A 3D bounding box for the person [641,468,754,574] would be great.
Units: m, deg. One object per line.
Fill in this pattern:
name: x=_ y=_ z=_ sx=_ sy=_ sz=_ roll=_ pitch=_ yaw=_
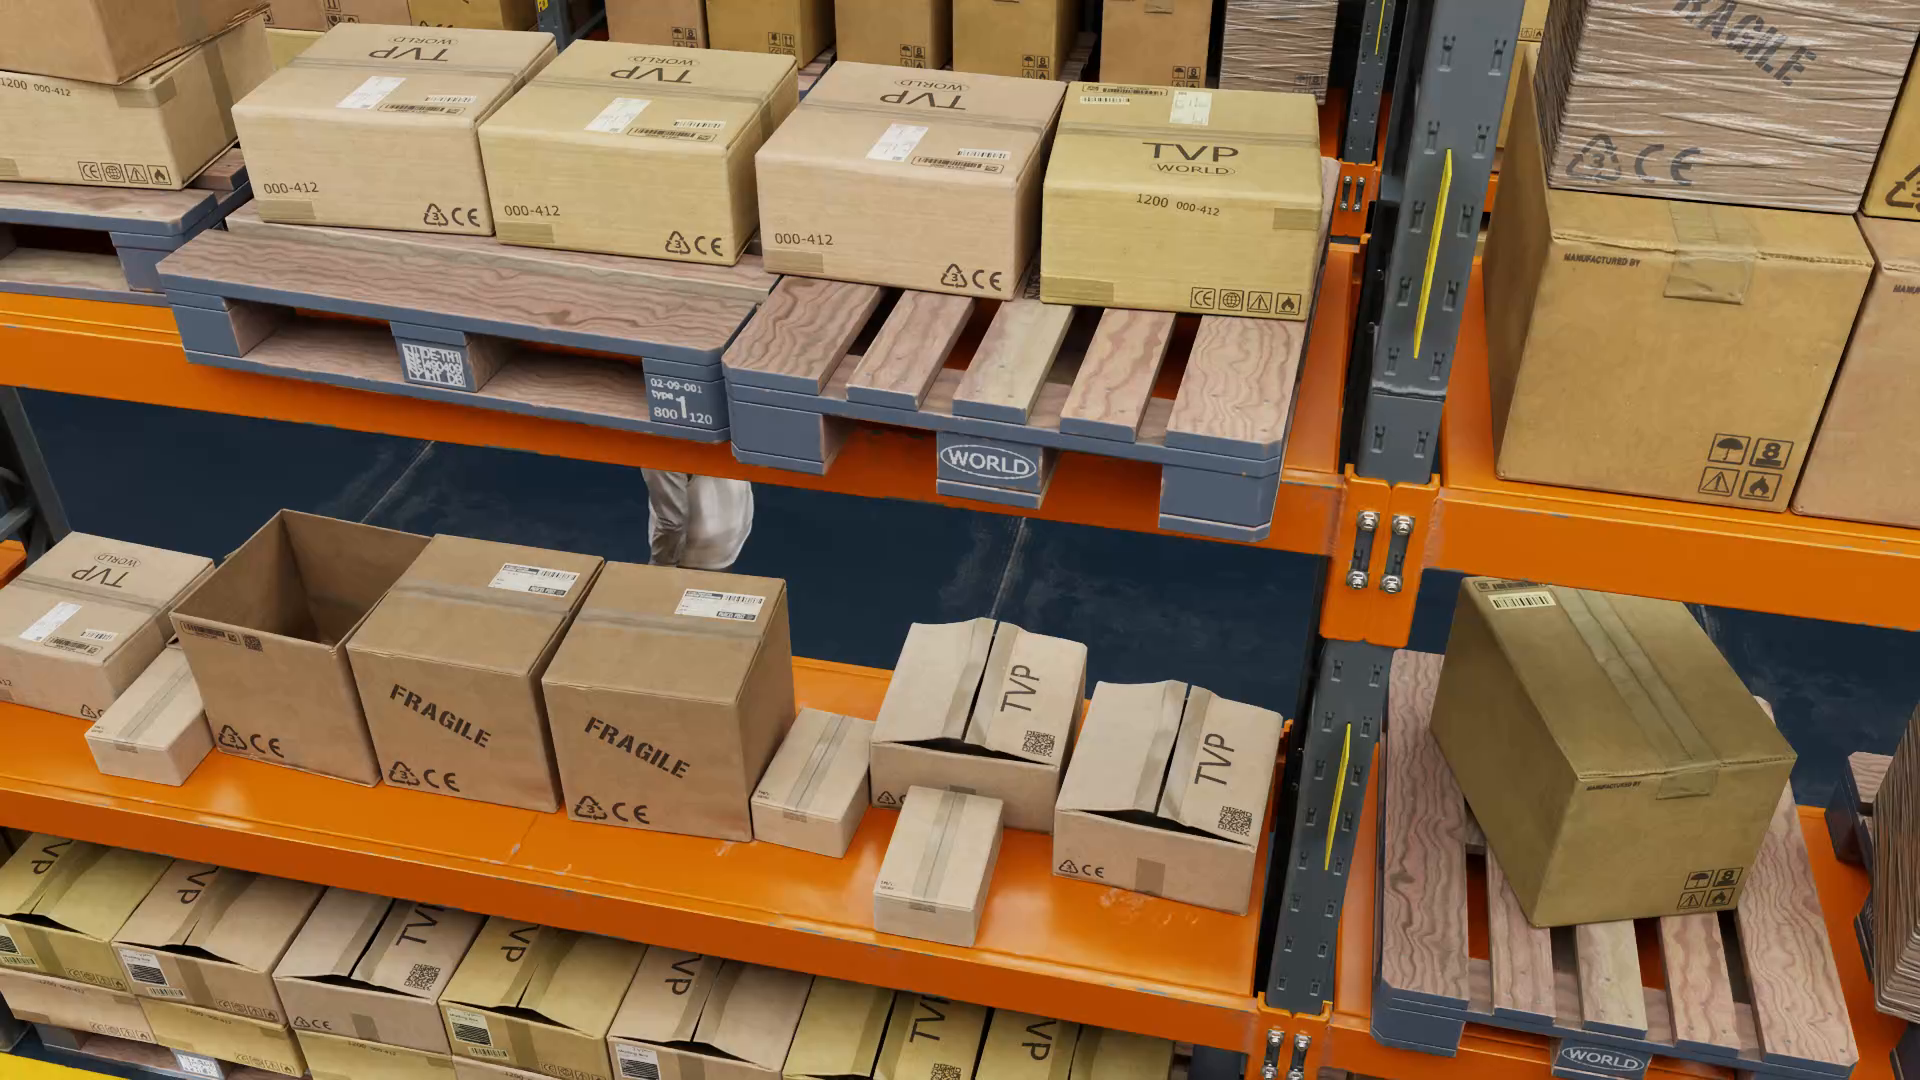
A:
person: x=-0.996 y=-0.025 z=6.160 sx=0.461 sy=1.772 sz=0.581 roll=8 pitch=37 yaw=10
